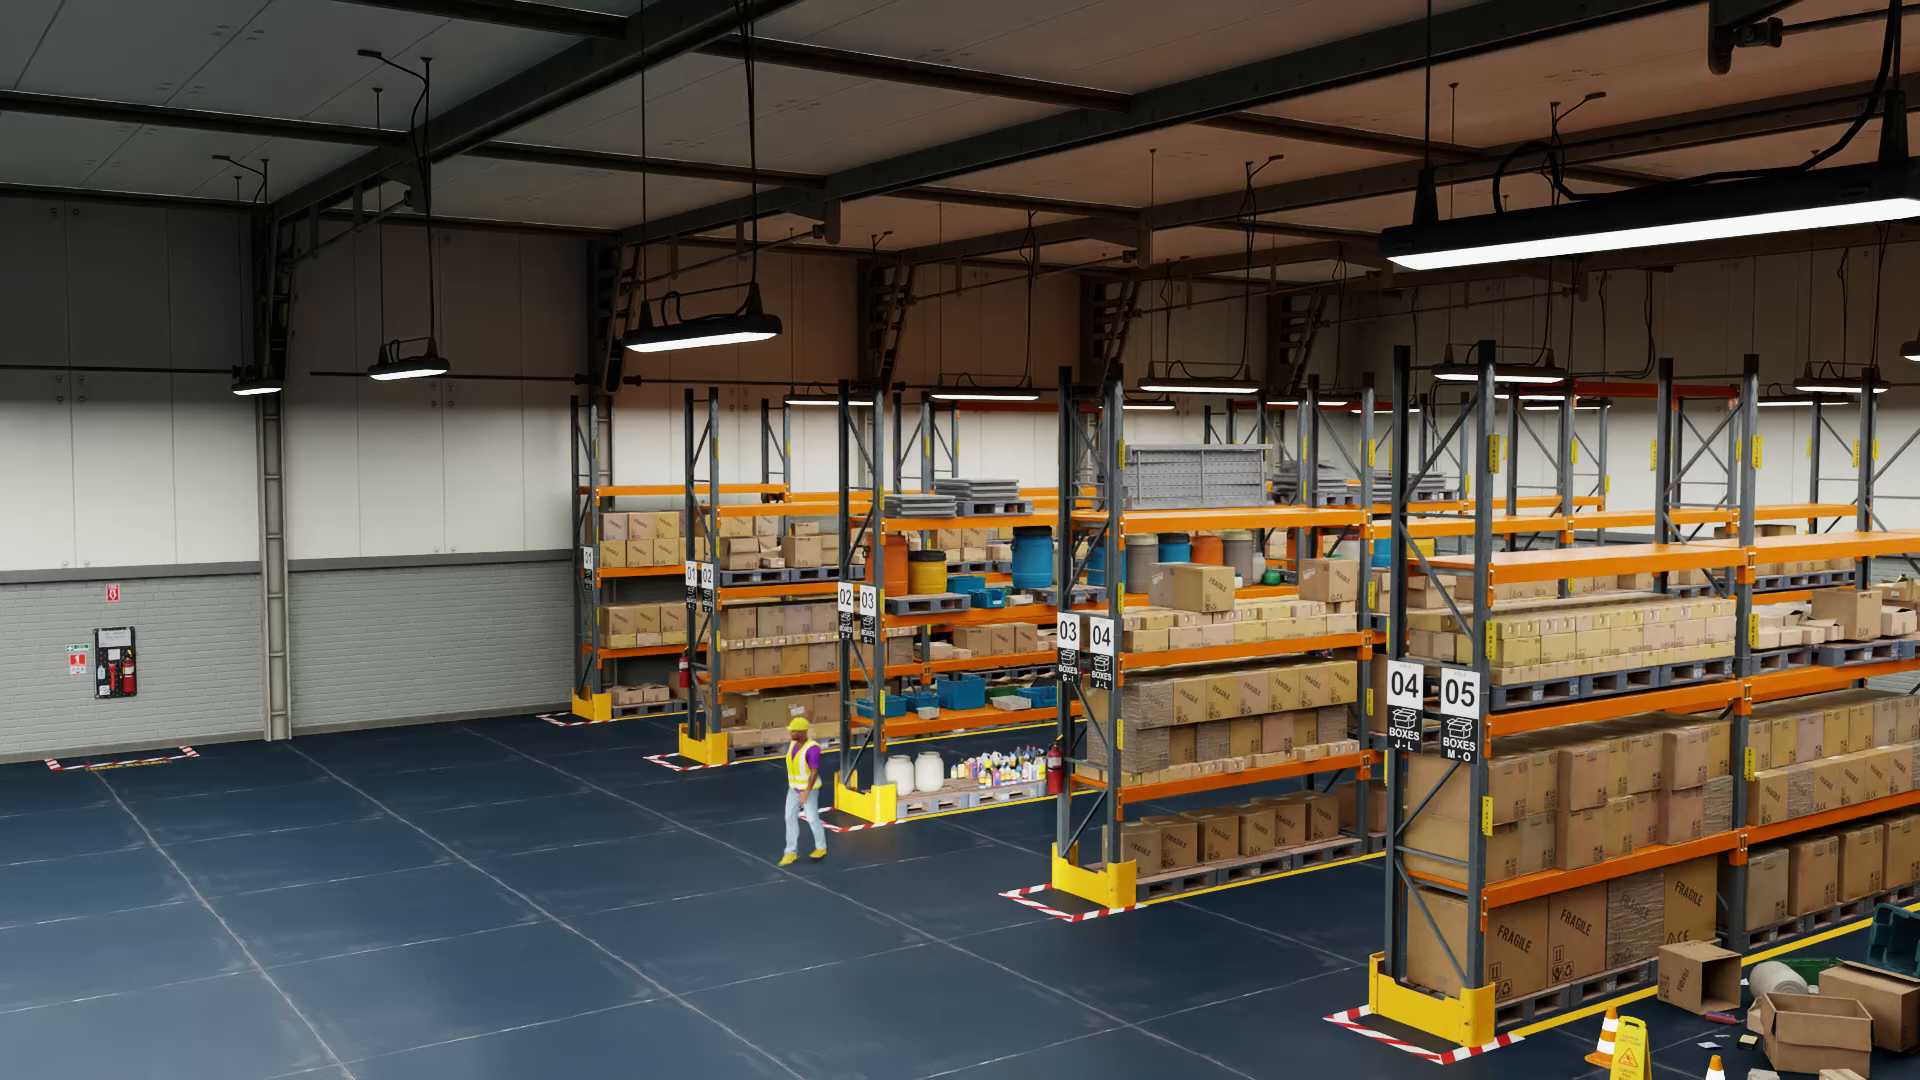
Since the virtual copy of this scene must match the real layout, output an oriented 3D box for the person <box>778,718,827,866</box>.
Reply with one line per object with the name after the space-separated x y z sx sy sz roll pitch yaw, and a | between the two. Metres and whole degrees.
-1.932 3.081 20.375 0.598 1.823 0.701 3 5 41 | person
